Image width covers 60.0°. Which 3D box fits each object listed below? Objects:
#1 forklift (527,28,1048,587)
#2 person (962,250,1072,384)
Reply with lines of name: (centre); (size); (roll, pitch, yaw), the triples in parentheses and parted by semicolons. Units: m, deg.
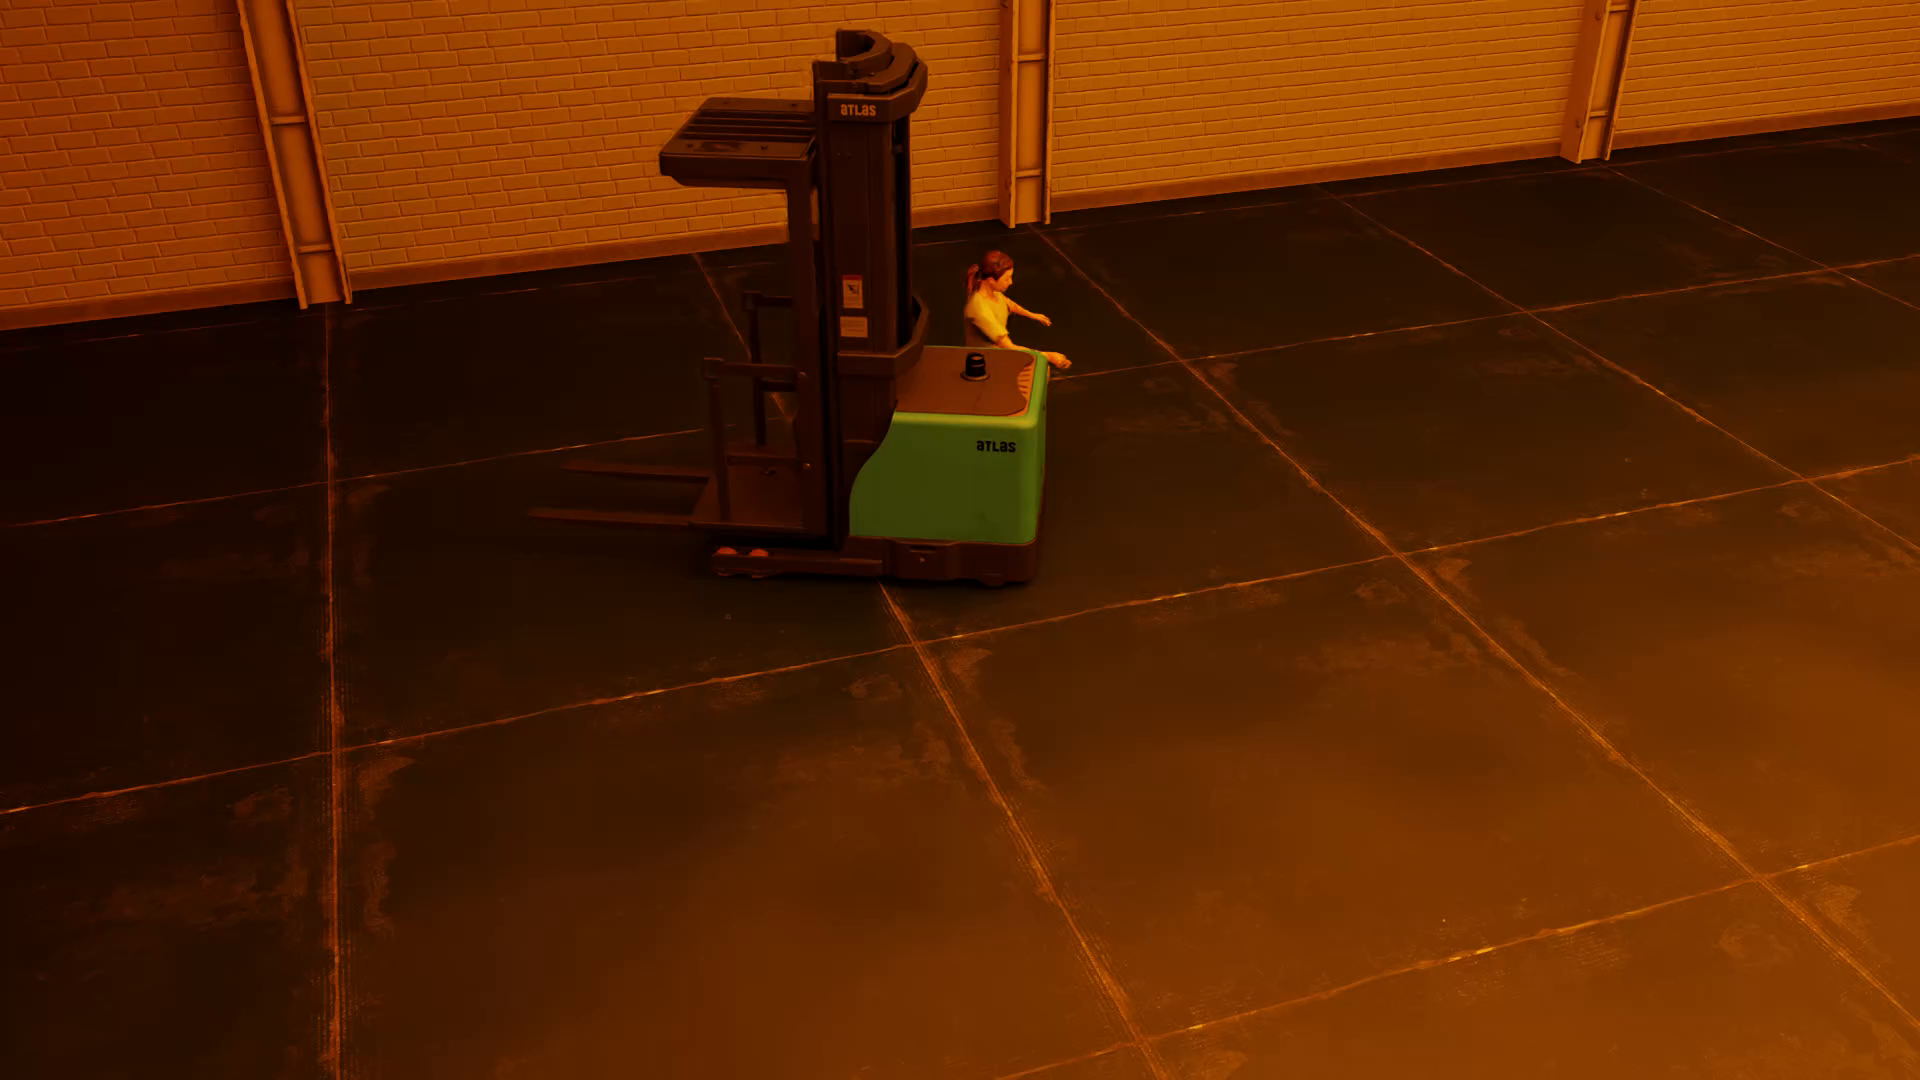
forklift: (-1.023, -1.306, 9.357); (3.031, 2.935, 1.130); (3, 30, 5)
person: (0.369, -1.127, 10.521); (0.714, 1.503, 0.804); (4, 30, 8)
